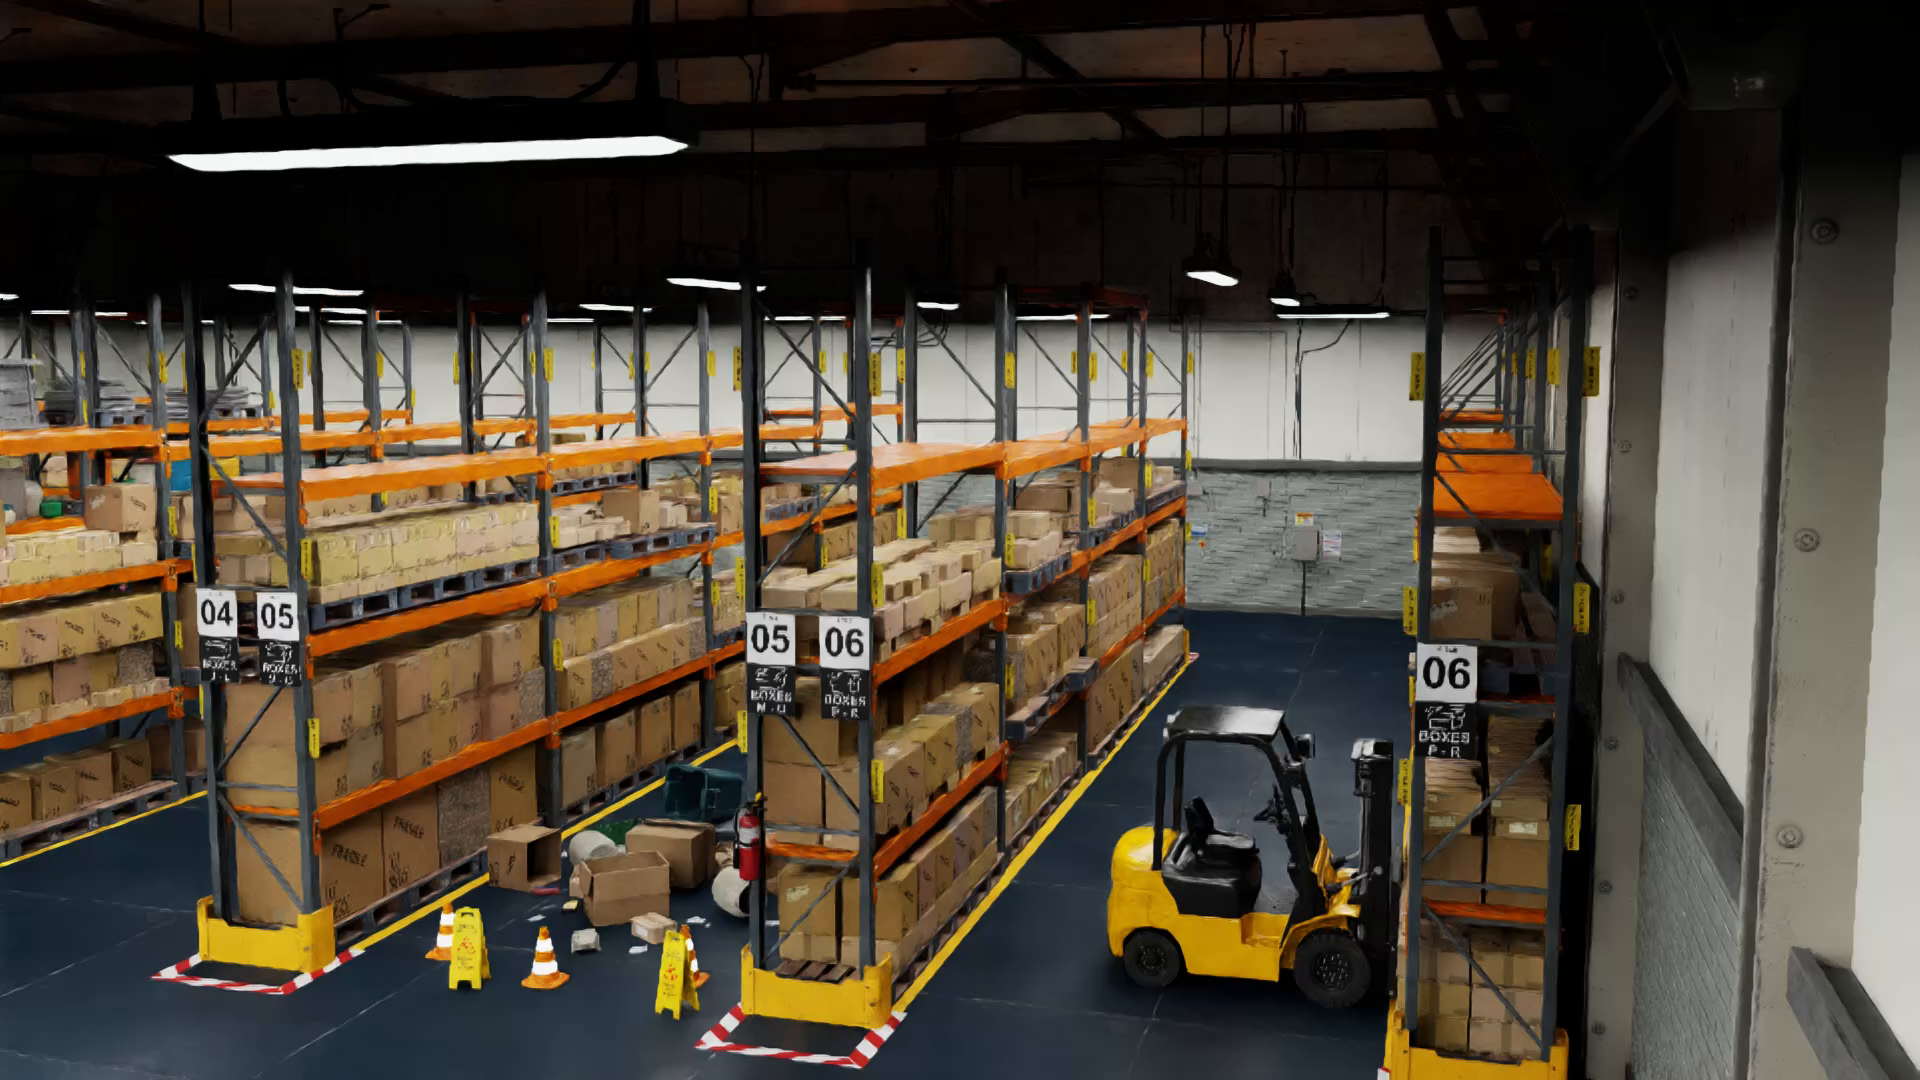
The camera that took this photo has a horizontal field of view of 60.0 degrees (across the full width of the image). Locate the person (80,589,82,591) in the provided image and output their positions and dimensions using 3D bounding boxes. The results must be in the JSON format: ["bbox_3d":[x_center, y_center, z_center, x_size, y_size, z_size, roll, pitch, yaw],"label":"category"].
[{"bbox_3d":[-14.286,1.359,26.976,0.478,1.567,1.083,2,7,14],"label":"person"}]
